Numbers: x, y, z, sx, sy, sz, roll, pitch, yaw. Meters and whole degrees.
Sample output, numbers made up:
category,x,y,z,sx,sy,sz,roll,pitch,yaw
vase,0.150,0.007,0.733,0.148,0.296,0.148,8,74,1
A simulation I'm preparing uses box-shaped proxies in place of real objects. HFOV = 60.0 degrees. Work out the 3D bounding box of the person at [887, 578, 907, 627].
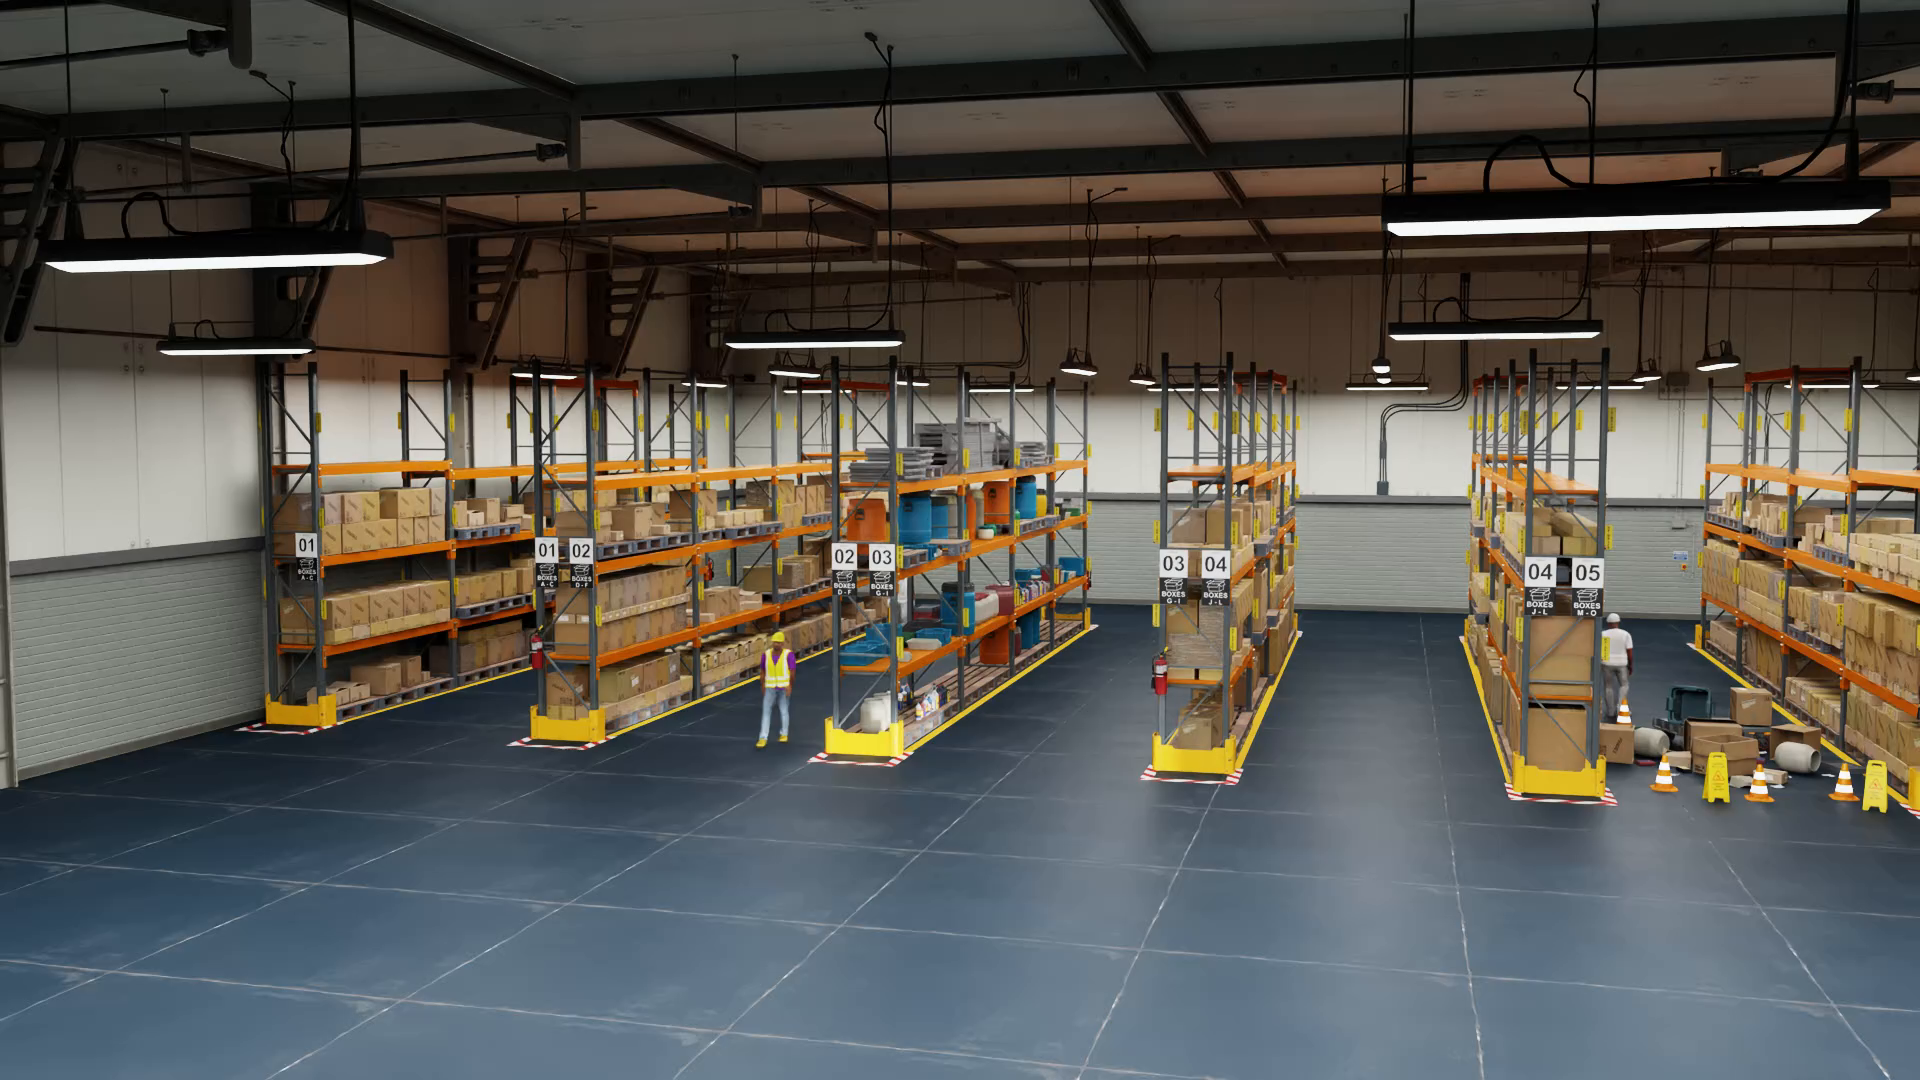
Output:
category,x,y,z,sx,sy,sz,roll,pitch,yaw
person,-1.376,1.441,38.235,0.571,1.727,1.094,1,4,12

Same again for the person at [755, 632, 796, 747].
category,x,y,z,sx,sy,sz,roll,pitch,yaw
person,-2.843,2.301,25.768,0.583,1.730,0.857,0,4,3

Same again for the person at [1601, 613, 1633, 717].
category,x,y,z,sx,sy,sz,roll,pitch,yaw
person,11.152,2.135,28.339,0.594,1.765,0.548,1,4,15
